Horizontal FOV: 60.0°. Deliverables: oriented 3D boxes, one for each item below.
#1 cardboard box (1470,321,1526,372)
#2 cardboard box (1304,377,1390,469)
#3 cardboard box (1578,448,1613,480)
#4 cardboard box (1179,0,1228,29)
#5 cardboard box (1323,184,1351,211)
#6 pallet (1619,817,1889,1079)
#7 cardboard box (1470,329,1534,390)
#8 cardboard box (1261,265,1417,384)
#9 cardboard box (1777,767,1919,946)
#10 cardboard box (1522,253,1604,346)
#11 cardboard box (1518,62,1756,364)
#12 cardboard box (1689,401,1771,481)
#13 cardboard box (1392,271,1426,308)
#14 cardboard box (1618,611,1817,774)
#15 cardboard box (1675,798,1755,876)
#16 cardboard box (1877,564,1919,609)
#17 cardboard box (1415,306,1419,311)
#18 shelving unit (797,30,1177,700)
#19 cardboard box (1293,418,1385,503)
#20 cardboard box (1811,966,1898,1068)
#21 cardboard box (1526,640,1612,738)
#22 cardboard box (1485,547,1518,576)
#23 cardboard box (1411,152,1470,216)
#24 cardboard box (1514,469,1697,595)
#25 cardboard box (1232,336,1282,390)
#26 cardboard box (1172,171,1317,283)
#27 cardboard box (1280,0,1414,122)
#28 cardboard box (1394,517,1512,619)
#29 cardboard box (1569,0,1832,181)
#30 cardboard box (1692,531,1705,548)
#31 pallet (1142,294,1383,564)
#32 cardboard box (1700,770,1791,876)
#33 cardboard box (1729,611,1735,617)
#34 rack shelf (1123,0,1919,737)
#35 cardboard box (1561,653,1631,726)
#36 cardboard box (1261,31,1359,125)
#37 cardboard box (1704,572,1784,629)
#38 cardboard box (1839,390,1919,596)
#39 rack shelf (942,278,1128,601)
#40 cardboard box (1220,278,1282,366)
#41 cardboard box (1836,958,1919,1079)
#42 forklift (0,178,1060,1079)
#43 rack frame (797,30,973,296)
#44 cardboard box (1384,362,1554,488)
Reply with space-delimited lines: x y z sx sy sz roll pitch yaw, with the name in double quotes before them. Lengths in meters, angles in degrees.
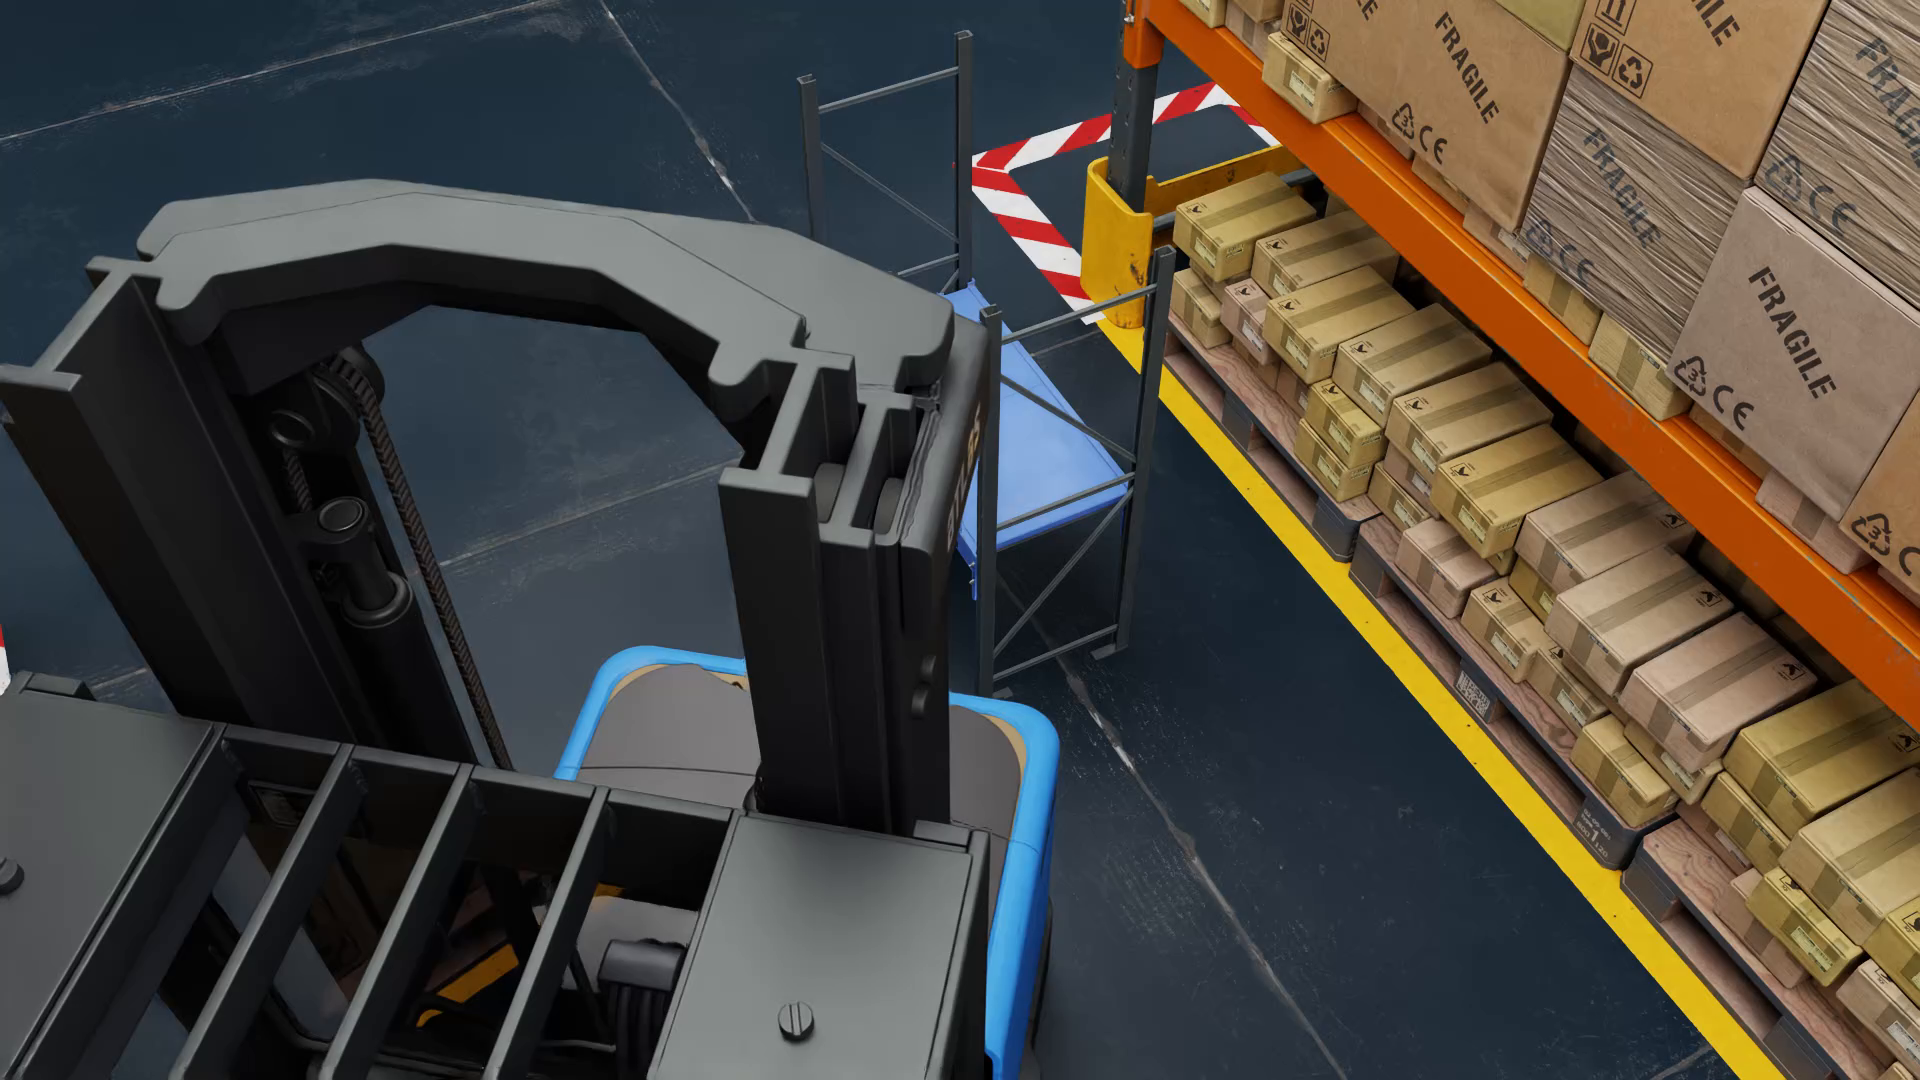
"cardboard box" 1.803 -0.701 5.090 0.380 0.149 0.250 -23 53 -19
"cardboard box" 1.276 -0.398 5.023 0.380 0.149 0.250 -20 52 -16
"cardboard box" 2.062 -0.260 4.902 0.380 0.149 0.250 -19 51 -16
"cardboard box" 0.835 -1.673 4.887 0.380 0.149 0.250 -22 52 -18
"cardboard box" 1.446 -1.214 5.538 0.380 0.149 0.250 -21 52 -17
"pallet" 2.470 1.073 4.171 1.003 0.211 1.213 -21 52 -18
"cardboard box" 1.744 -0.565 5.169 0.380 0.149 0.250 -22 52 -18
"cardboard box" 1.150 -0.657 5.052 0.380 0.149 0.250 -21 52 -18
"cardboard box" 2.142 0.727 3.842 0.380 0.149 0.250 -22 52 -18
"cardboard box" 1.594 -0.646 3.989 0.380 0.149 0.250 -19 52 -16
"cardboard box" 1.657 -0.800 3.693 0.500 0.500 0.500 -22 53 -18
"cardboard box" 1.870 -0.311 3.696 0.380 0.149 0.250 -22 52 -18
"cardboard box" 1.545 -0.934 5.492 0.380 0.149 0.250 -22 52 -18
"cardboard box" 1.886 0.377 4.148 0.380 0.149 0.250 -24 53 -19
"cardboard box" 2.091 0.672 4.285 0.380 0.149 0.250 -22 52 -18
"cardboard box" 2.129 0.034 3.395 0.380 0.149 0.250 -23 53 -19
"cardboard box" 1.612 -0.867 5.631 0.380 0.149 0.250 -20 52 -16
"shelving unit" 0.039 -0.437 4.636 0.538 1.500 1.048 -21 52 -18
"cardboard box" 1.265 -0.304 5.138 0.380 0.149 0.250 -21 52 -17
"cardboard box" 2.281 1.045 3.959 0.380 0.149 0.250 -20 52 -17
"cardboard box" 1.793 0.357 4.560 0.380 0.149 0.250 -20 52 -17
"cardboard box" 1.643 -0.086 4.750 0.380 0.149 0.250 -19 51 -16
"cardboard box" 1.406 -1.002 4.300 0.380 0.149 0.250 -22 52 -18
"cardboard box" 1.736 -0.004 4.480 0.380 0.149 0.250 -21 52 -17
"cardboard box" 1.126 -0.677 5.464 0.380 0.149 0.250 -21 52 -18
"cardboard box" 0.916 -1.013 5.363 0.380 0.149 0.250 -23 53 -19
"cardboard box" 1.205 -1.471 4.280 0.500 0.500 0.500 -21 52 -17
"cardboard box" 1.503 0.030 4.846 0.380 0.149 0.250 -24 53 -19
"cardboard box" 1.638 -1.122 3.310 0.500 0.500 0.500 -23 53 -19
"cardboard box" 2.143 -0.160 4.617 0.380 0.149 0.250 -21 52 -17
"pallet" 1.353 -0.560 5.600 1.003 0.211 1.213 -21 52 -18
"cardboard box" 2.081 0.641 4.114 0.380 0.149 0.250 -21 52 -17
"cardboard box" 2.298 0.184 4.712 0.380 0.149 0.250 -22 53 -18
"rack shelf" 1.893 -0.510 4.181 1.077 0.370 4.000 -21 52 -18
"cardboard box" 1.842 0.291 4.420 0.380 0.149 0.250 -23 53 -19
"cardboard box" 1.064 -1.318 4.577 0.380 0.149 0.250 -23 53 -19
"cardboard box" 2.303 0.088 4.598 0.380 0.149 0.250 -22 52 -18
"cardboard box" 2.099 -0.113 3.092 0.500 0.500 0.500 -23 53 -19
"rack shelf" 0.039 -0.318 4.771 0.538 0.185 1.000 -21 52 -18
"cardboard box" 1.065 -0.741 5.323 0.380 0.149 0.250 -21 52 -18
"cardboard box" 2.247 1.016 3.786 0.380 0.149 0.250 -23 53 -19
"forklift" -0.558 1.121 2.323 1.130 2.935 3.031 8 49 7
"rack frame" -0.194 -0.777 4.933 0.500 1.500 0.032 -21 52 -18
"cardboard box" 1.456 -0.331 4.766 0.380 0.149 0.250 -19 52 -16
